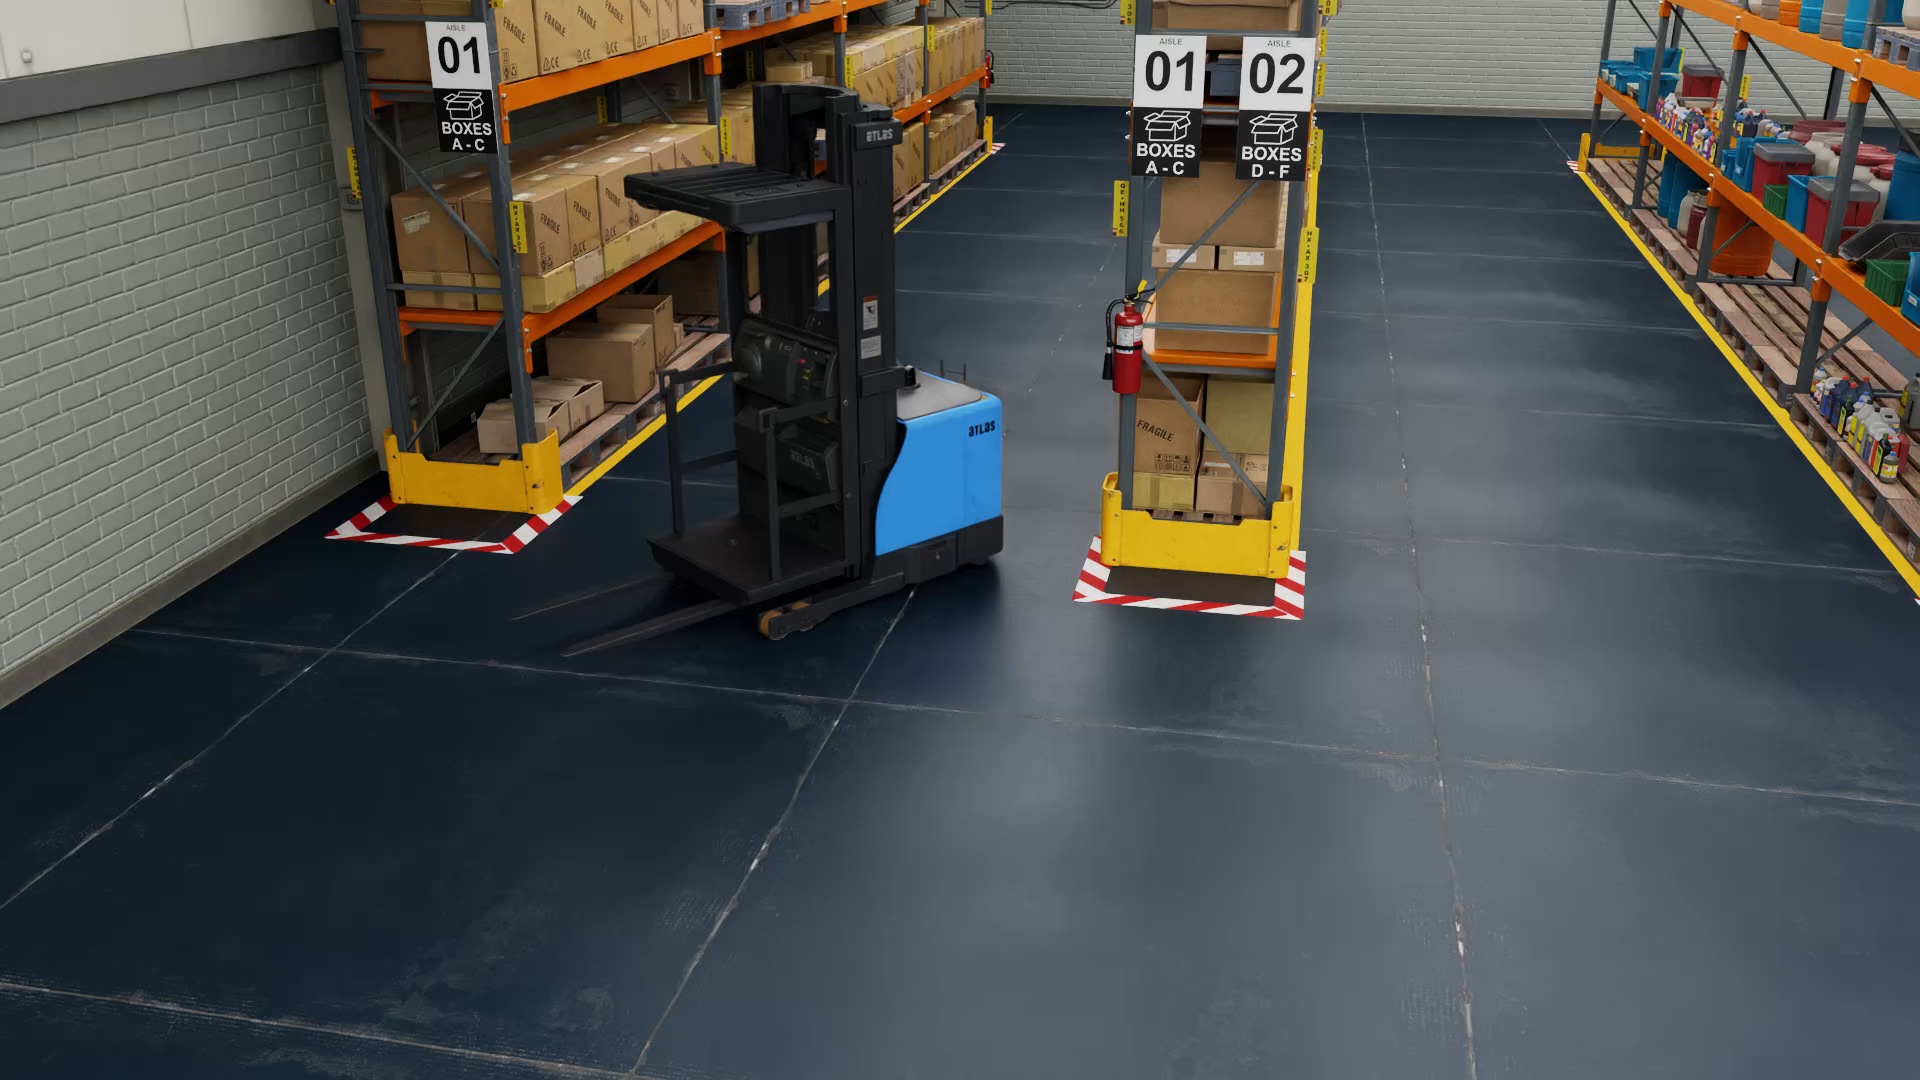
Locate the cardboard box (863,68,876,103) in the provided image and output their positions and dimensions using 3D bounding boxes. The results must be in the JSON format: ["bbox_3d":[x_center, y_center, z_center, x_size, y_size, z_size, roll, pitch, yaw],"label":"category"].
[{"bbox_3d":[-1.265,-5.109,18.966,0.500,0.500,0.500,5,23,13],"label":"cardboard box"}]

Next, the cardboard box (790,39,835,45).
[{"bbox_3d":[-1.675,-5.670,19.355,0.500,0.250,0.500,4,22,10],"label":"cardboard box"}]

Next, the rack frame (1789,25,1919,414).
[{"bbox_3d":[7.152,-2.349,12.670,1.000,3.000,0.127,4,22,11],"label":"rack frame"}]

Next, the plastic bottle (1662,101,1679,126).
[{"bbox_3d":[8.242,-4.943,19.277,0.152,0.276,0.135,4,22,11],"label":"plastic bottle"}]

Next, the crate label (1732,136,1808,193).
[{"bbox_3d":[7.501,-3.485,15.445,0.502,0.435,0.616,4,22,11],"label":"crate label"}]

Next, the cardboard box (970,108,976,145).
[{"bbox_3d":[-0.143,-6.264,25.176,0.700,0.500,0.500,4,22,11],"label":"cardboard box"}]

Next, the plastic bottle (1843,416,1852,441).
[{"bbox_3d":[6.462,-0.820,12.032,0.097,0.201,0.097,0,22,0],"label":"plastic bottle"}]

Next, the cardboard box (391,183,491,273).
[{"bbox_3d":[-3.475,-2.117,11.265,0.500,0.500,0.500,4,22,10],"label":"cardboard box"}]

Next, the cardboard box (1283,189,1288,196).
[{"bbox_3d":[2.146,-2.397,11.789,0.380,0.149,0.250,5,23,13],"label":"cardboard box"}]

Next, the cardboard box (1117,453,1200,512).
[{"bbox_3d":[1.307,-0.403,10.957,0.500,0.250,0.500,4,22,11],"label":"cardboard box"}]

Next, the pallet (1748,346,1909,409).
[{"bbox_3d":[7.274,-1.345,13.911,1.003,0.211,1.213,4,22,11],"label":"pallet"}]

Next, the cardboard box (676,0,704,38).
[{"bbox_3d":[-2.408,-4.346,13.455,0.500,0.500,0.500,5,22,12],"label":"cardboard box"}]

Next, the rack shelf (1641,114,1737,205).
[{"bbox_3d":[8.376,-4.209,18.253,1.077,0.370,4.000,4,22,11],"label":"rack shelf"}]

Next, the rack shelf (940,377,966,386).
[{"bbox_3d":[-0.111,-0.905,10.963,0.215,0.259,0.240,14,26,30],"label":"rack shelf"}]

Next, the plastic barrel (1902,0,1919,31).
[{"bbox_3d":[6.872,-3.844,11.656,0.421,0.512,0.421,0,22,0],"label":"plastic barrel"}]

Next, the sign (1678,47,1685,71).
[{"bbox_3d":[10.142,-6.777,23.447,0.100,0.325,0.005,4,22,11],"label":"sign"}]

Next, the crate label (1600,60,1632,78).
[{"bbox_3d":[9.228,-6.622,23.425,0.416,0.233,0.303,4,22,11],"label":"crate label"}]

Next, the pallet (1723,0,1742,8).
[{"bbox_3d":[8.220,-5.388,16.453,1.003,0.211,1.213,4,22,11],"label":"pallet"}]

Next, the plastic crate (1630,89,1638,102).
[{"bbox_3d":[8.750,-5.604,21.042,0.437,0.125,0.590,4,22,11],"label":"plastic crate"}]

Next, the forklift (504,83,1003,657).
[{"bbox_3d":[-1.168,-1.008,9.434,3.031,2.935,1.130,-18,28,-38],"label":"forklift"}]

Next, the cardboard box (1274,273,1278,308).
[{"bbox_3d":[1.805,-1.854,11.309,0.700,0.500,0.500,5,22,11],"label":"cardboard box"}]

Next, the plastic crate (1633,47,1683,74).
[{"bbox_3d":[9.715,-6.645,23.210,0.616,0.435,0.499,4,22,11],"label":"plastic crate"}]

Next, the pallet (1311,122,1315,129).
[{"bbox_3d":[3.189,-4.355,17.908,1.213,0.211,1.003,4,22,11],"label":"pallet"}]

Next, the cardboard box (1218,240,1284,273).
[{"bbox_3d":[1.778,-1.739,10.154,0.380,0.149,0.250,4,22,11],"label":"cardboard box"}]

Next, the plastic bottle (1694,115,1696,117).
[{"bbox_3d":[7.991,-4.468,18.088,0.061,0.283,0.133,4,22,11],"label":"plastic bottle"}]

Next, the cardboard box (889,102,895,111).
[{"bbox_3d":[-1.008,-5.316,20.347,0.380,0.149,0.250,4,22,9],"label":"cardboard box"}]

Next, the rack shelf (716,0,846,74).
[{"bbox_3d":[-2.139,-4.893,15.935,1.077,0.370,4.000,4,22,11],"label":"rack shelf"}]

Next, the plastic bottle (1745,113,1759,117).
[{"bbox_3d":[8.768,-4.596,18.416,0.152,0.276,0.135,4,22,11],"label":"plastic bottle"}]

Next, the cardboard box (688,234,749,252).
[{"bbox_3d":[-2.326,-2.928,15.862,0.500,0.250,0.500,4,22,10],"label":"cardboard box"}]

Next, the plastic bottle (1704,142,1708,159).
[{"bbox_3d":[7.721,-4.025,17.098,0.097,0.201,0.097,0,22,0],"label":"plastic bottle"}]

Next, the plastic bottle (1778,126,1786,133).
[{"bbox_3d":[8.586,-4.190,17.399,0.061,0.283,0.133,4,22,11],"label":"plastic bottle"}]

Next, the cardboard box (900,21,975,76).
[{"bbox_3d":[-0.330,-7.177,24.258,0.980,0.700,0.700,4,22,10],"label":"cardboard box"}]

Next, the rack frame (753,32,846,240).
[{"bbox_3d":[-1.731,-4.567,18.177,1.000,3.000,0.127,4,22,11],"label":"rack frame"}]

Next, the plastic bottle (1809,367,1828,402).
[{"bbox_3d":[6.658,-1.204,12.891,0.097,0.271,0.097,0,22,0],"label":"plastic bottle"}]

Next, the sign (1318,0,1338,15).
[{"bbox_3d":[2.029,-3.054,9.130,0.100,0.325,0.005,4,22,11],"label":"sign"}]

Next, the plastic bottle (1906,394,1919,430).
[{"bbox_3d":[7.113,-0.964,12.288,0.152,0.276,0.135,4,22,11],"label":"plastic bottle"}]

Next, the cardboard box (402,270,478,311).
[{"bbox_3d":[-3.457,-1.766,11.398,0.500,0.250,0.500,5,22,12],"label":"cardboard box"}]

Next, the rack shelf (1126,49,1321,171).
[{"bbox_3d":[1.895,-3.054,11.369,1.077,0.370,4.000,4,22,11],"label":"rack shelf"}]

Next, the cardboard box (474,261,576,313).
[{"bbox_3d":[-2.953,-1.735,11.320,0.500,0.250,0.500,4,22,9],"label":"cardboard box"}]

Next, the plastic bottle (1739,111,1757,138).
[{"bbox_3d":[8.516,-4.450,17.953,0.144,0.351,0.185,4,22,11],"label":"plastic bottle"}]

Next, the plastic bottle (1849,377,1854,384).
[{"bbox_3d":[6.723,-1.081,12.570,0.061,0.283,0.133,4,22,11],"label":"plastic bottle"}]

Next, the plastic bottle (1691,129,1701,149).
[{"bbox_3d":[7.861,-4.274,17.717,0.097,0.201,0.097,0,22,0],"label":"plastic bottle"}]

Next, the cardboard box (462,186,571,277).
[{"bbox_3d":[-2.971,-2.080,11.174,0.500,0.500,0.500,4,22,11],"label":"cardboard box"}]

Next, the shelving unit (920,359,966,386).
[{"bbox_3d":[-0.111,-0.651,11.065,0.215,1.050,0.252,14,26,30],"label":"shelving unit"}]

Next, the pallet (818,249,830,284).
[{"bbox_3d":[-1.891,-2.988,17.989,1.003,0.211,1.213,4,22,11],"label":"pallet"}]

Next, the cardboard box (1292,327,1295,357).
[{"bbox_3d":[2.628,-1.776,14.365,0.500,0.250,0.500,4,22,10],"label":"cardboard box"}]

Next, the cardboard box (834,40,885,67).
[{"bbox_3d":[-1.178,-5.634,19.266,0.500,0.250,0.500,5,22,11],"label":"cardboard box"}]

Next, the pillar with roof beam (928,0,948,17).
[{"bbox_3d":[3.820,-11.000,26.122,9.100,9.000,0.400,4,22,11],"label":"pillar with roof beam"}]

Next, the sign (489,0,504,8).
[{"bbox_3d":[-2.832,-3.396,10.087,0.100,0.325,0.005,4,22,11],"label":"sign"}]

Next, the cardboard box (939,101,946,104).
[{"bbox_3d":[-0.416,-6.441,24.746,0.380,0.149,0.250,5,22,11],"label":"cardboard box"}]

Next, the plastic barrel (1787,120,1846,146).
[{"bbox_3d":[8.170,-3.682,15.798,0.600,0.536,0.708,4,22,11],"label":"plastic barrel"}]

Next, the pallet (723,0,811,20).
[{"bbox_3d":[-2.108,-5.005,15.503,1.213,0.211,1.003,4,22,11],"label":"pallet"}]

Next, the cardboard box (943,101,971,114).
[{"bbox_3d":[-0.042,-6.411,24.672,0.380,0.149,0.250,5,22,12],"label":"cardboard box"}]

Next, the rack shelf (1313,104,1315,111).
[{"bbox_3d":[4.344,-6.051,22.826,1.077,0.370,4.000,4,22,11],"label":"rack shelf"}]

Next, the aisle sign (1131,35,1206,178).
[{"bbox_3d":[1.186,-2.469,9.489,0.394,0.787,0.004,4,22,11],"label":"aisle sign"}]

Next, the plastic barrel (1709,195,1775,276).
[{"bbox_3d":[8.051,-3.180,17.077,0.600,0.830,0.708,4,22,11],"label":"plastic barrel"}]

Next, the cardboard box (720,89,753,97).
[{"bbox_3d":[-2.049,-4.187,16.512,0.700,0.500,0.500,4,22,11],"label":"cardboard box"}]
